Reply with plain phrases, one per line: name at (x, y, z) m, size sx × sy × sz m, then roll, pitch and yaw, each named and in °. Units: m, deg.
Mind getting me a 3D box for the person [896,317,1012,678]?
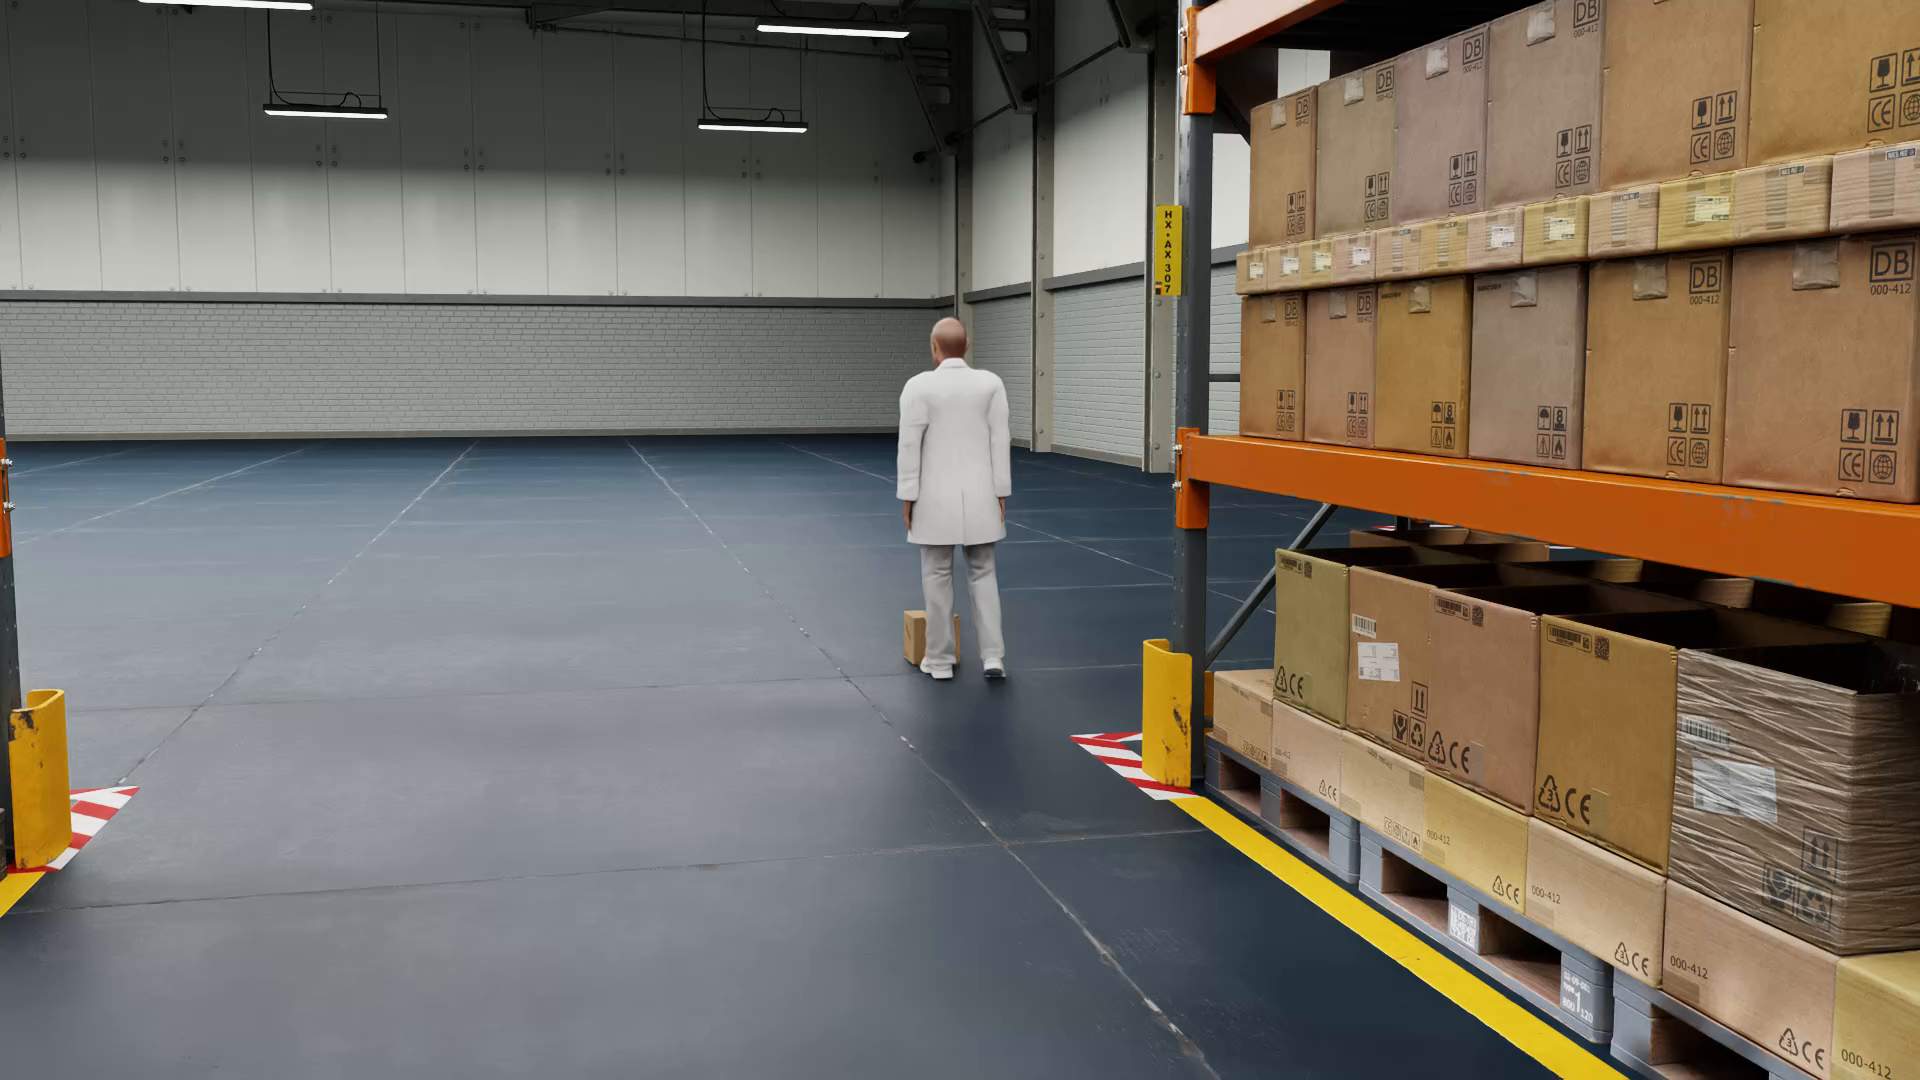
person at (-0.043, -0.178, 8.263) m, size 0.577 × 1.840 × 0.485 m, roll -1°, pitch 6°, yaw -14°
